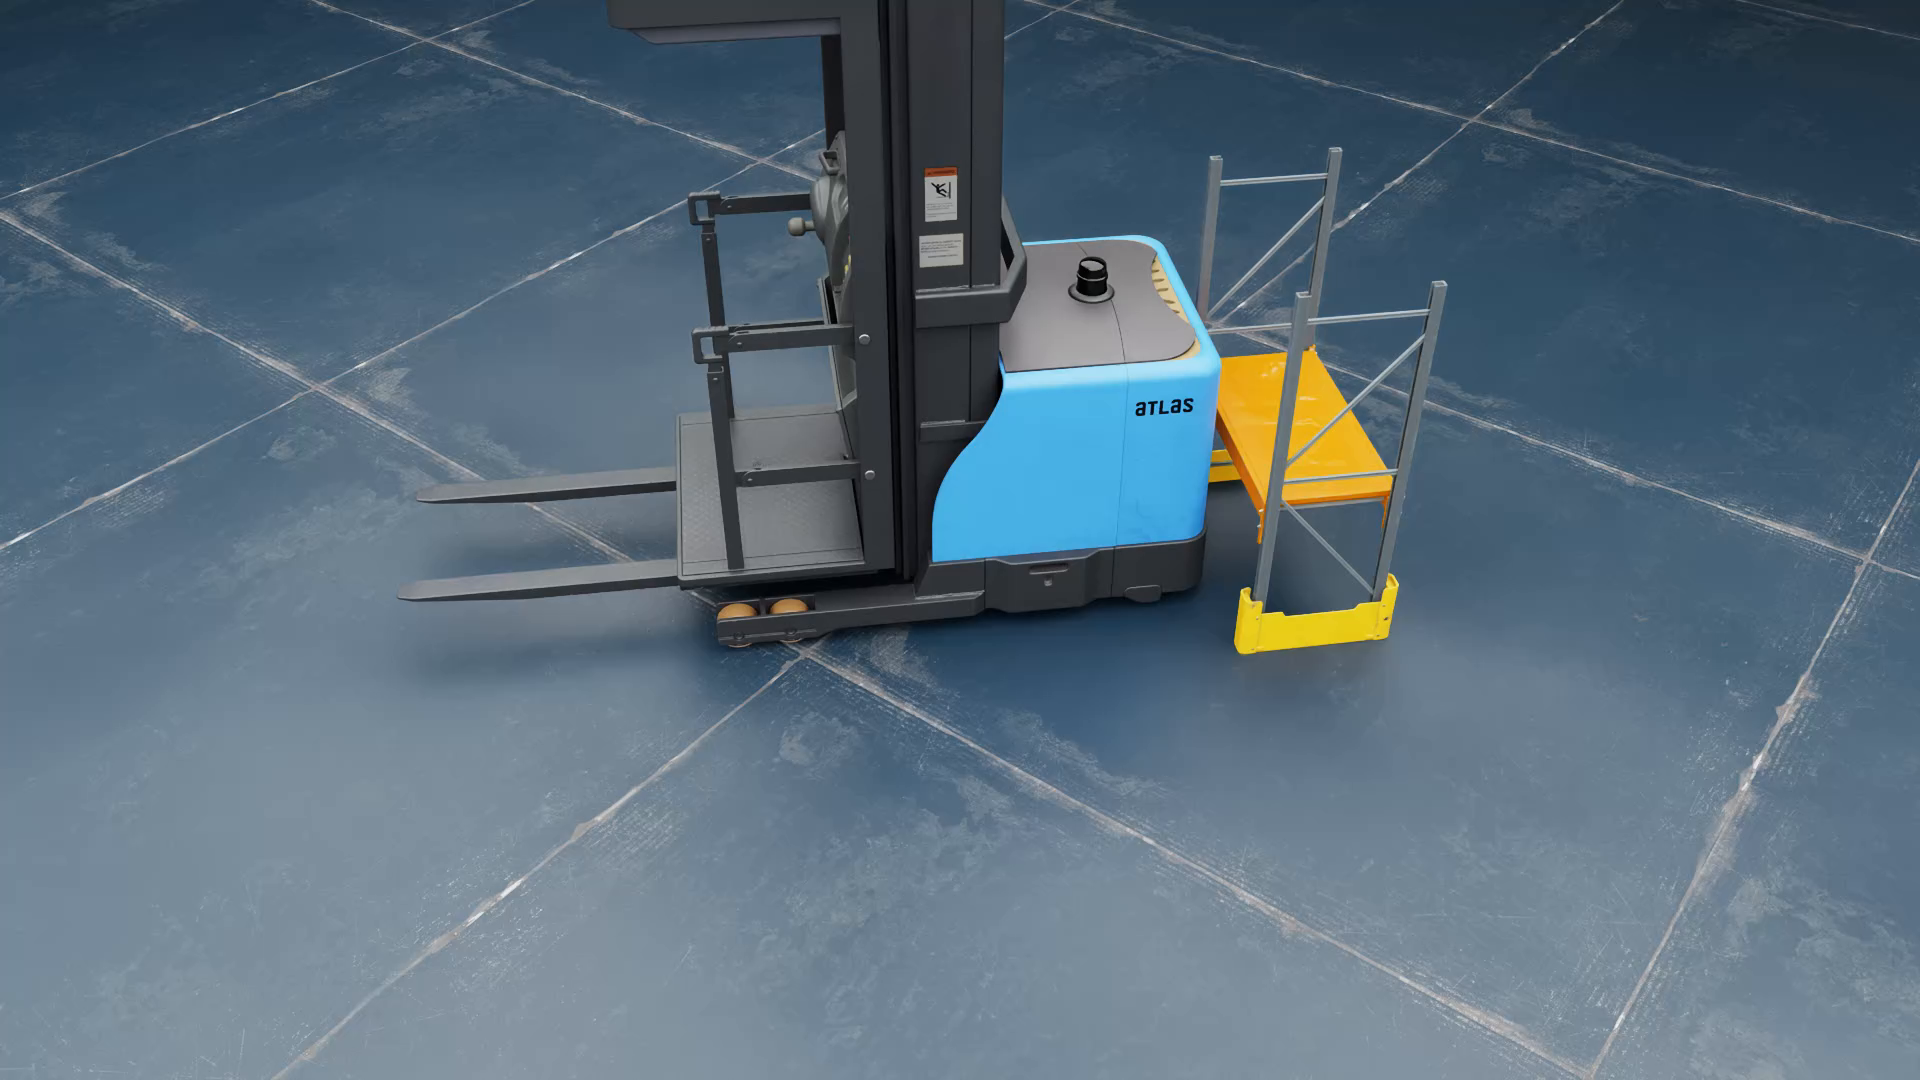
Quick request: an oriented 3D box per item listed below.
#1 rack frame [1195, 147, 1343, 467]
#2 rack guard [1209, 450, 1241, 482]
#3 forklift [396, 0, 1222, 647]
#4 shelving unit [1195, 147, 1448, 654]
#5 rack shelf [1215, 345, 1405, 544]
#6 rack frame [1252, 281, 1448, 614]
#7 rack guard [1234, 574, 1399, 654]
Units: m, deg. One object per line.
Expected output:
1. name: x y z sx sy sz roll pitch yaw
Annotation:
1. rack frame: 1.168 -0.836 6.601 0.500 1.500 0.032 -6 38 -7
2. rack guard: 1.171 -0.332 6.971 0.587 0.250 0.087 -6 38 -7
3. forklift: -0.621 -1.100 5.777 3.031 2.935 1.130 -5 38 -6
4. shelving unit: 1.248 -0.521 6.199 0.587 1.500 1.083 -6 38 -7
5. rack shelf: 1.246 -0.385 6.317 0.538 0.185 1.000 -6 38 -7
6. rack frame: 1.325 -0.217 5.810 0.500 1.500 0.032 -6 38 -7
7. rack guard: 1.325 0.275 6.197 0.587 0.250 0.087 -6 38 -7
